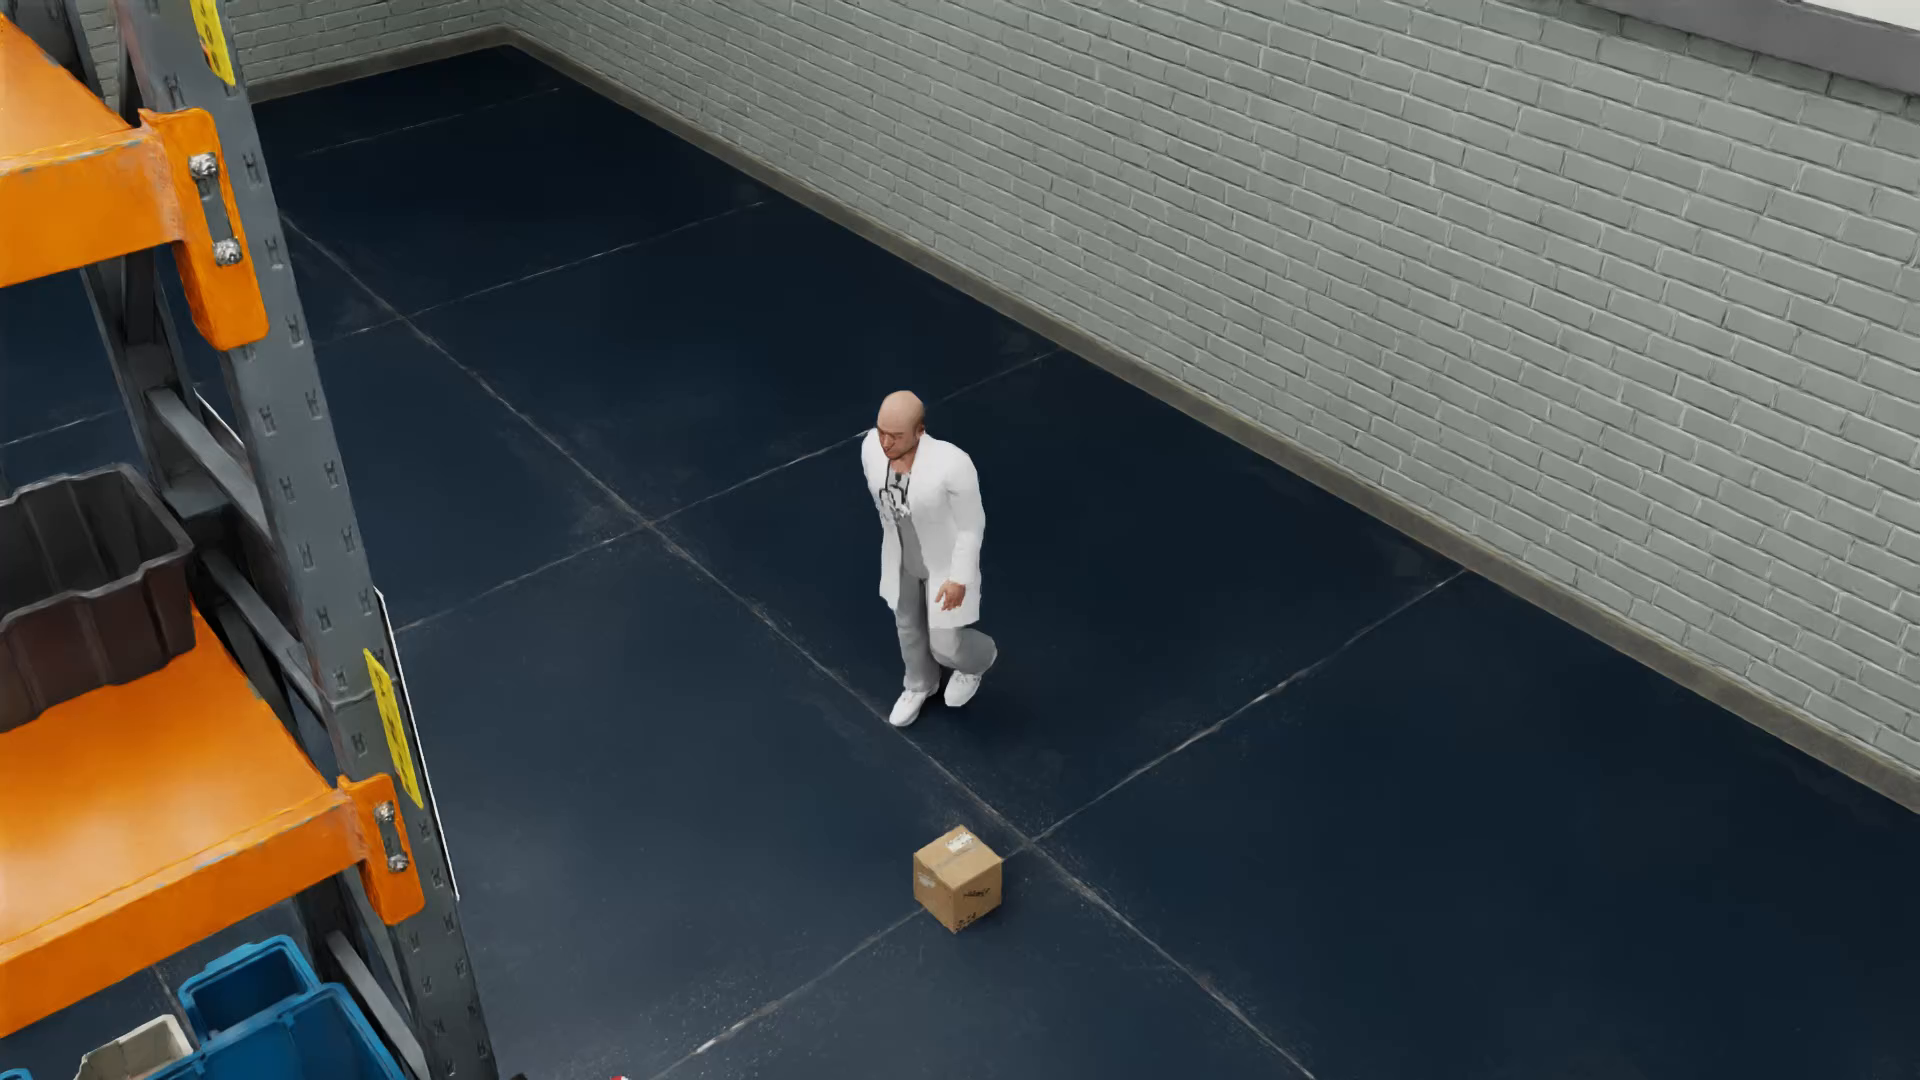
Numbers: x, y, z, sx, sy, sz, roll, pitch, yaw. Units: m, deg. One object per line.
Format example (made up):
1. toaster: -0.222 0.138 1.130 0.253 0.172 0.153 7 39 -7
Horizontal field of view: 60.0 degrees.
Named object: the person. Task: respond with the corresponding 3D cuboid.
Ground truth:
1. person: -0.115 0.056 7.020 0.583 1.757 0.661 19 40 25
